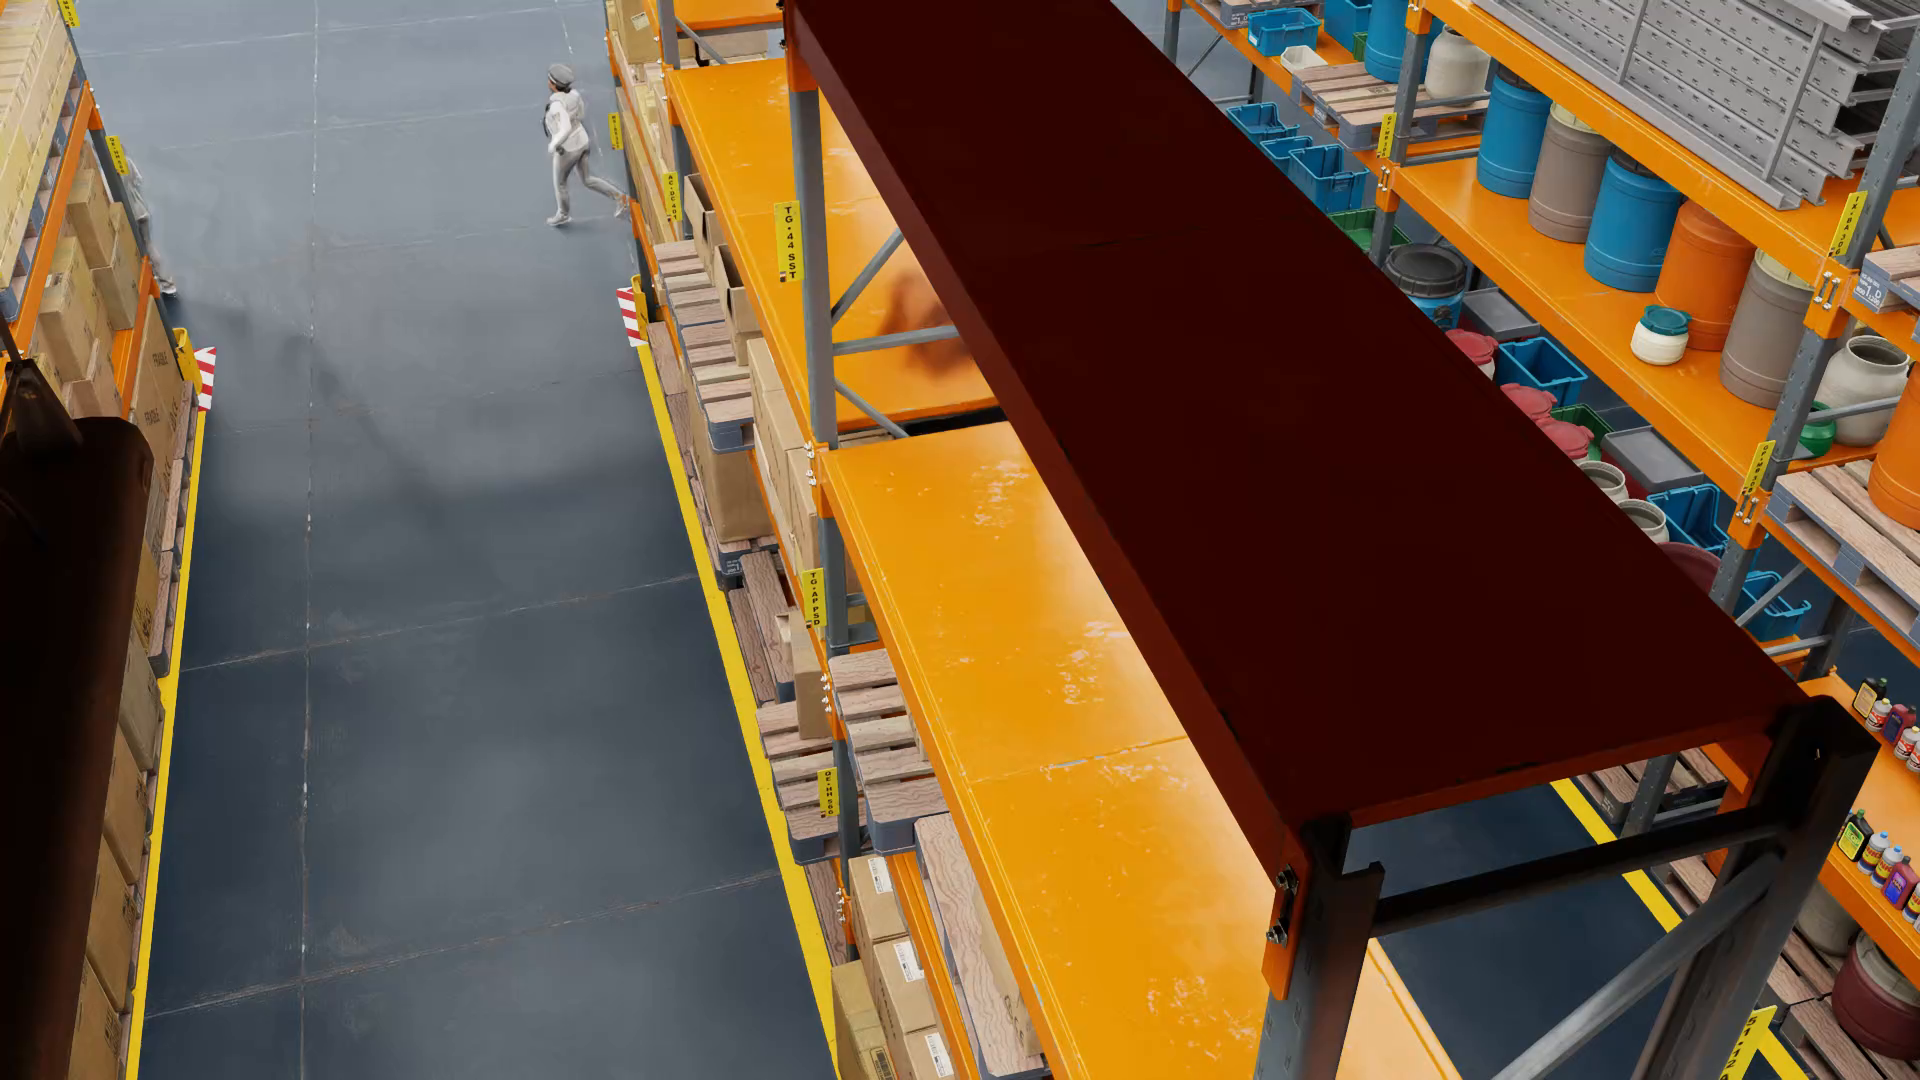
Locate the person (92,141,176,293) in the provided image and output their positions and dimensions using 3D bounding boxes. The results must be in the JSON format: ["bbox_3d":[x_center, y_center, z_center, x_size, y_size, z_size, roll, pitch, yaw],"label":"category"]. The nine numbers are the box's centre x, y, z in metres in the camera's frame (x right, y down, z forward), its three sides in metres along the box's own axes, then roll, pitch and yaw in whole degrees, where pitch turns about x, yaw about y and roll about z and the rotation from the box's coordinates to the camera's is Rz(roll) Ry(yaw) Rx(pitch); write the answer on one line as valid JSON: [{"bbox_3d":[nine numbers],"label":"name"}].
[{"bbox_3d":[-7.694,-2.972,15.305,0.639,1.596,0.572,18,42,21],"label":"person"}]

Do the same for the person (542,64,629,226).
[{"bbox_3d":[-3.763,-3.817,16.291,0.917,1.707,0.624,12,40,15],"label":"person"}]
